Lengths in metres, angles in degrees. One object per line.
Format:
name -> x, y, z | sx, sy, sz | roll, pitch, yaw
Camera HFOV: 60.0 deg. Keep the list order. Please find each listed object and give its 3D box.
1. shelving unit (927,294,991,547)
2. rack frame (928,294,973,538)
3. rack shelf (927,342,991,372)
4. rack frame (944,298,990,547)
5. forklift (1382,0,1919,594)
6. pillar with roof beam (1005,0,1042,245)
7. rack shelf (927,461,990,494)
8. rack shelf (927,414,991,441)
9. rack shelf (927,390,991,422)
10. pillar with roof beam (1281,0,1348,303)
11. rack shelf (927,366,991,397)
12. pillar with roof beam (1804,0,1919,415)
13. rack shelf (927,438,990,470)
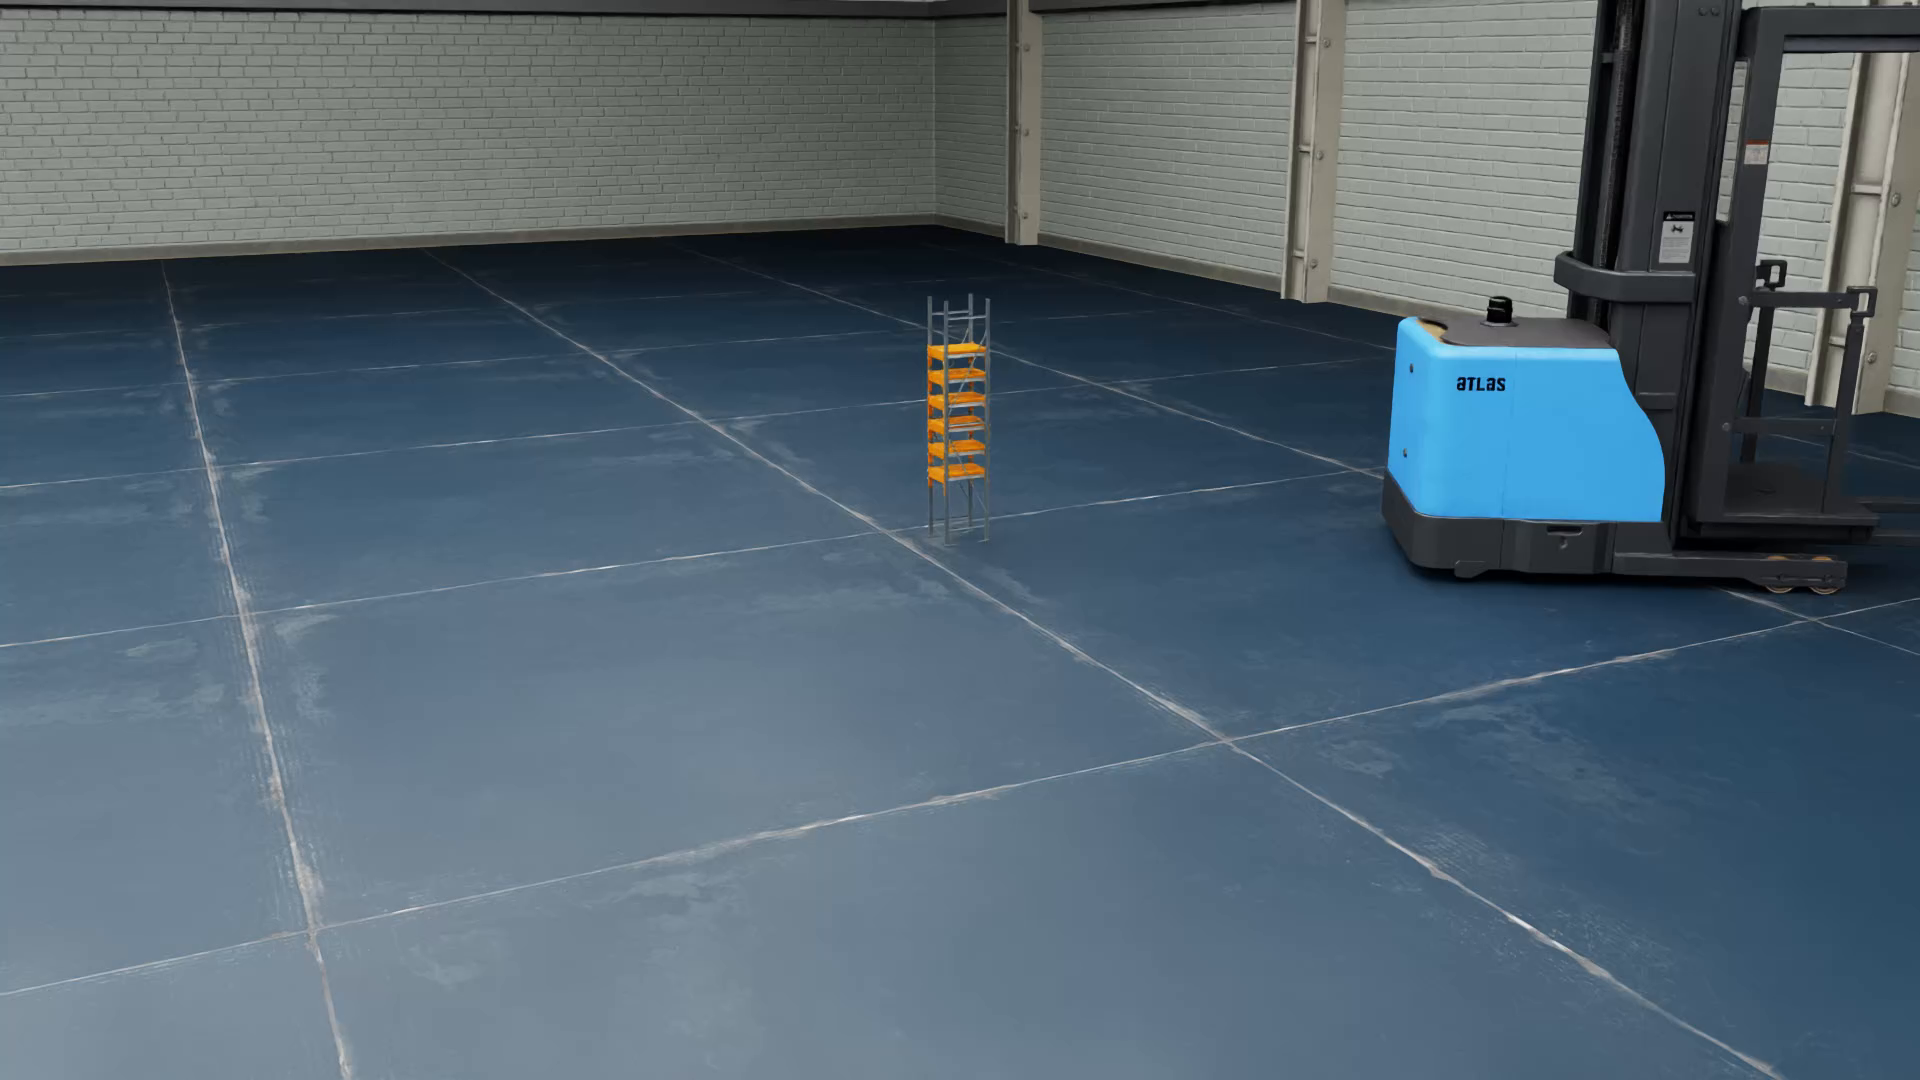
shelving unit -> -0.006, -0.580, 8.098 | 0.258, 1.200, 0.189 | -8, 18, -25
rack frame -> -0.046, -0.603, 8.177 | 0.240, 1.200, 0.006 | -8, 18, -25
rack shelf -> -0.006, -0.884, 8.011 | 0.258, 0.103, 0.180 | -8, 18, -25
rack frame -> 0.034, -0.558, 8.019 | 0.240, 1.200, 0.006 | -8, 18, -25
forklift -> 3.616, -1.320, 7.537 | 3.031, 2.935, 1.130 | 1, 16, 5
pillar with roof beam -> -3.055, -7.690, 18.735 | 9.100, 9.000, 0.400 | -8, 18, -25
rack shelf -> -0.006, -0.307, 8.176 | 0.258, 0.103, 0.180 | -8, 18, -25
rack shelf -> -0.006, -0.538, 8.110 | 0.258, 0.103, 0.180 | -8, 18, -25
rack shelf -> -0.006, -0.653, 8.077 | 0.258, 0.103, 0.180 | -8, 18, -25
pillar with roof beam -> -0.426, -6.203, 13.551 | 9.100, 9.000, 0.400 | -8, 18, -25
rack shelf -> -0.006, -0.768, 8.044 | 0.258, 0.103, 0.180 | -8, 18, -25
pillar with roof beam -> 2.202, -4.715, 8.366 | 9.100, 9.000, 0.400 | -8, 18, -25
rack shelf -> -0.006, -0.422, 8.143 | 0.258, 0.103, 0.180 | -8, 18, -25
